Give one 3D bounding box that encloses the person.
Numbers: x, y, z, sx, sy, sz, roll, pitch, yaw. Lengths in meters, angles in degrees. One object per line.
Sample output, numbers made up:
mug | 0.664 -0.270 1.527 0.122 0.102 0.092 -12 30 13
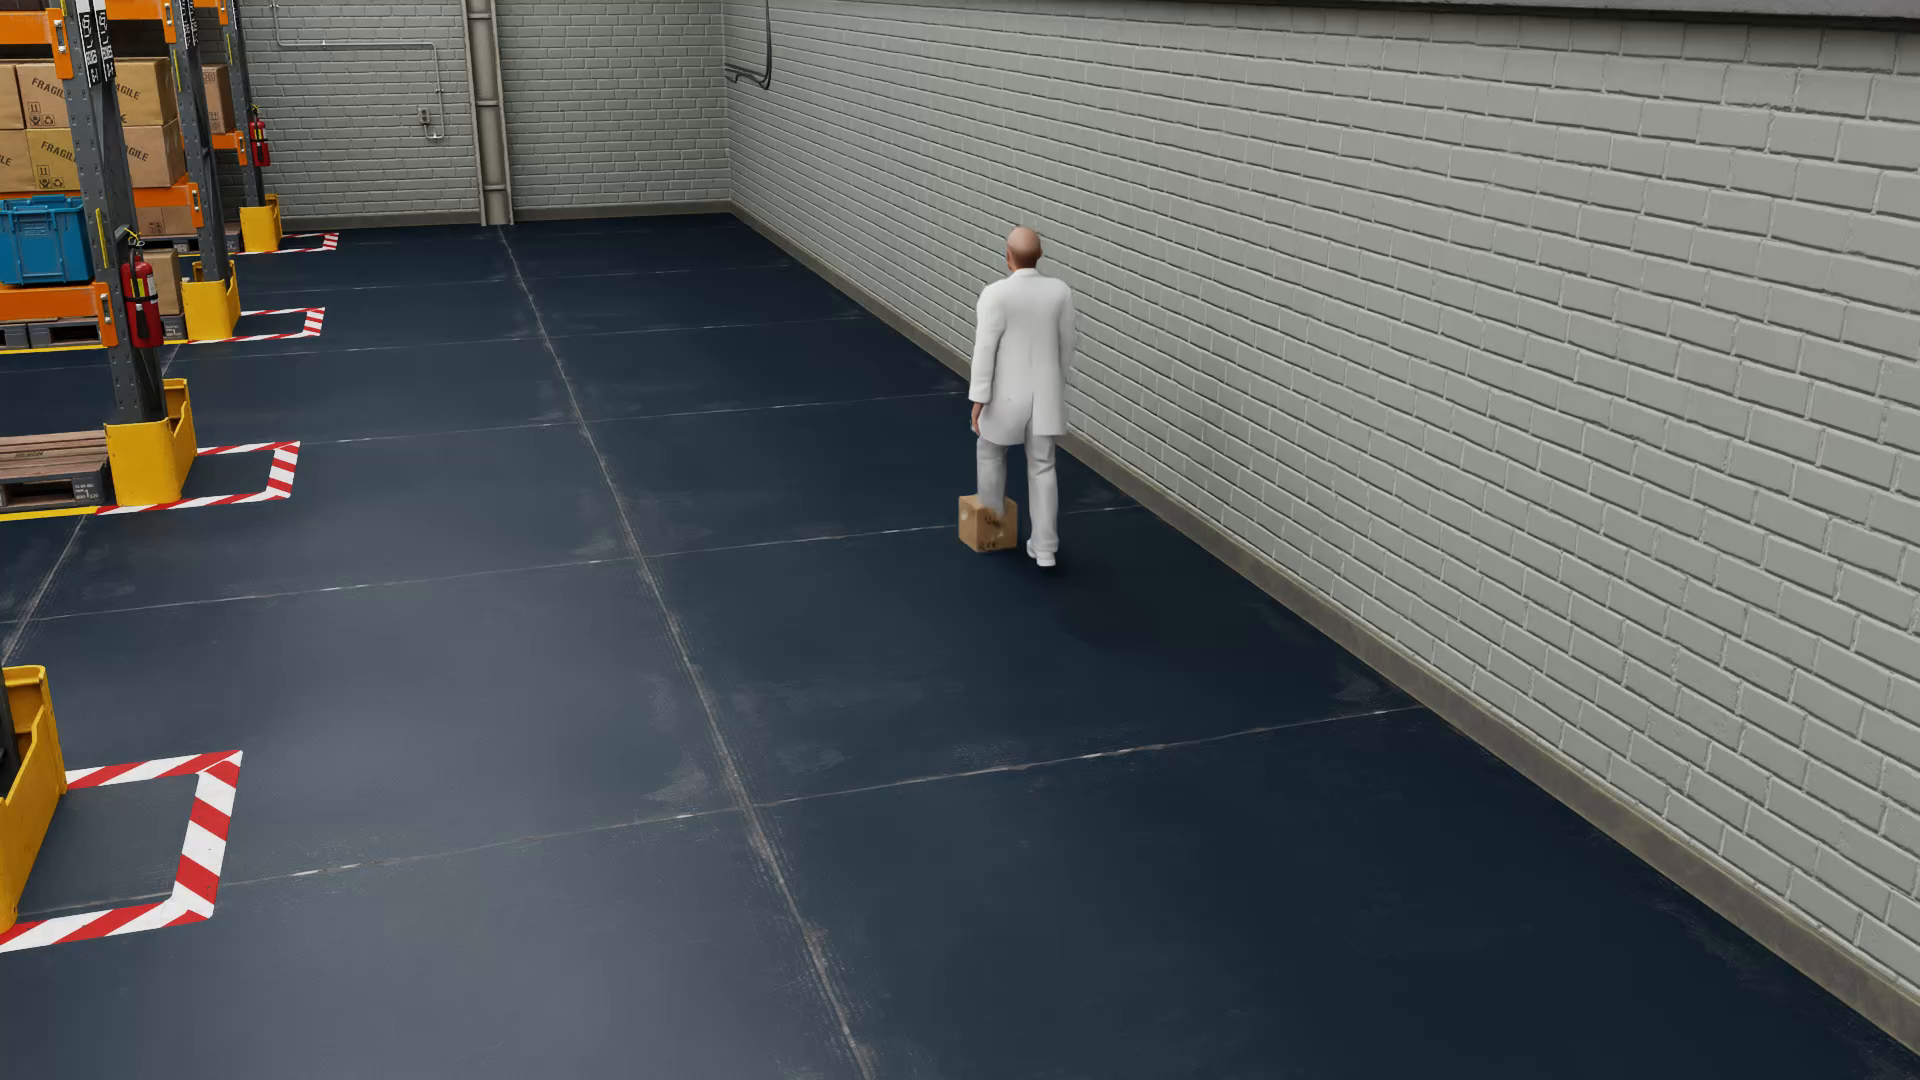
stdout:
person | 0.305 -0.759 8.831 0.631 1.807 0.877 -6 20 -16
